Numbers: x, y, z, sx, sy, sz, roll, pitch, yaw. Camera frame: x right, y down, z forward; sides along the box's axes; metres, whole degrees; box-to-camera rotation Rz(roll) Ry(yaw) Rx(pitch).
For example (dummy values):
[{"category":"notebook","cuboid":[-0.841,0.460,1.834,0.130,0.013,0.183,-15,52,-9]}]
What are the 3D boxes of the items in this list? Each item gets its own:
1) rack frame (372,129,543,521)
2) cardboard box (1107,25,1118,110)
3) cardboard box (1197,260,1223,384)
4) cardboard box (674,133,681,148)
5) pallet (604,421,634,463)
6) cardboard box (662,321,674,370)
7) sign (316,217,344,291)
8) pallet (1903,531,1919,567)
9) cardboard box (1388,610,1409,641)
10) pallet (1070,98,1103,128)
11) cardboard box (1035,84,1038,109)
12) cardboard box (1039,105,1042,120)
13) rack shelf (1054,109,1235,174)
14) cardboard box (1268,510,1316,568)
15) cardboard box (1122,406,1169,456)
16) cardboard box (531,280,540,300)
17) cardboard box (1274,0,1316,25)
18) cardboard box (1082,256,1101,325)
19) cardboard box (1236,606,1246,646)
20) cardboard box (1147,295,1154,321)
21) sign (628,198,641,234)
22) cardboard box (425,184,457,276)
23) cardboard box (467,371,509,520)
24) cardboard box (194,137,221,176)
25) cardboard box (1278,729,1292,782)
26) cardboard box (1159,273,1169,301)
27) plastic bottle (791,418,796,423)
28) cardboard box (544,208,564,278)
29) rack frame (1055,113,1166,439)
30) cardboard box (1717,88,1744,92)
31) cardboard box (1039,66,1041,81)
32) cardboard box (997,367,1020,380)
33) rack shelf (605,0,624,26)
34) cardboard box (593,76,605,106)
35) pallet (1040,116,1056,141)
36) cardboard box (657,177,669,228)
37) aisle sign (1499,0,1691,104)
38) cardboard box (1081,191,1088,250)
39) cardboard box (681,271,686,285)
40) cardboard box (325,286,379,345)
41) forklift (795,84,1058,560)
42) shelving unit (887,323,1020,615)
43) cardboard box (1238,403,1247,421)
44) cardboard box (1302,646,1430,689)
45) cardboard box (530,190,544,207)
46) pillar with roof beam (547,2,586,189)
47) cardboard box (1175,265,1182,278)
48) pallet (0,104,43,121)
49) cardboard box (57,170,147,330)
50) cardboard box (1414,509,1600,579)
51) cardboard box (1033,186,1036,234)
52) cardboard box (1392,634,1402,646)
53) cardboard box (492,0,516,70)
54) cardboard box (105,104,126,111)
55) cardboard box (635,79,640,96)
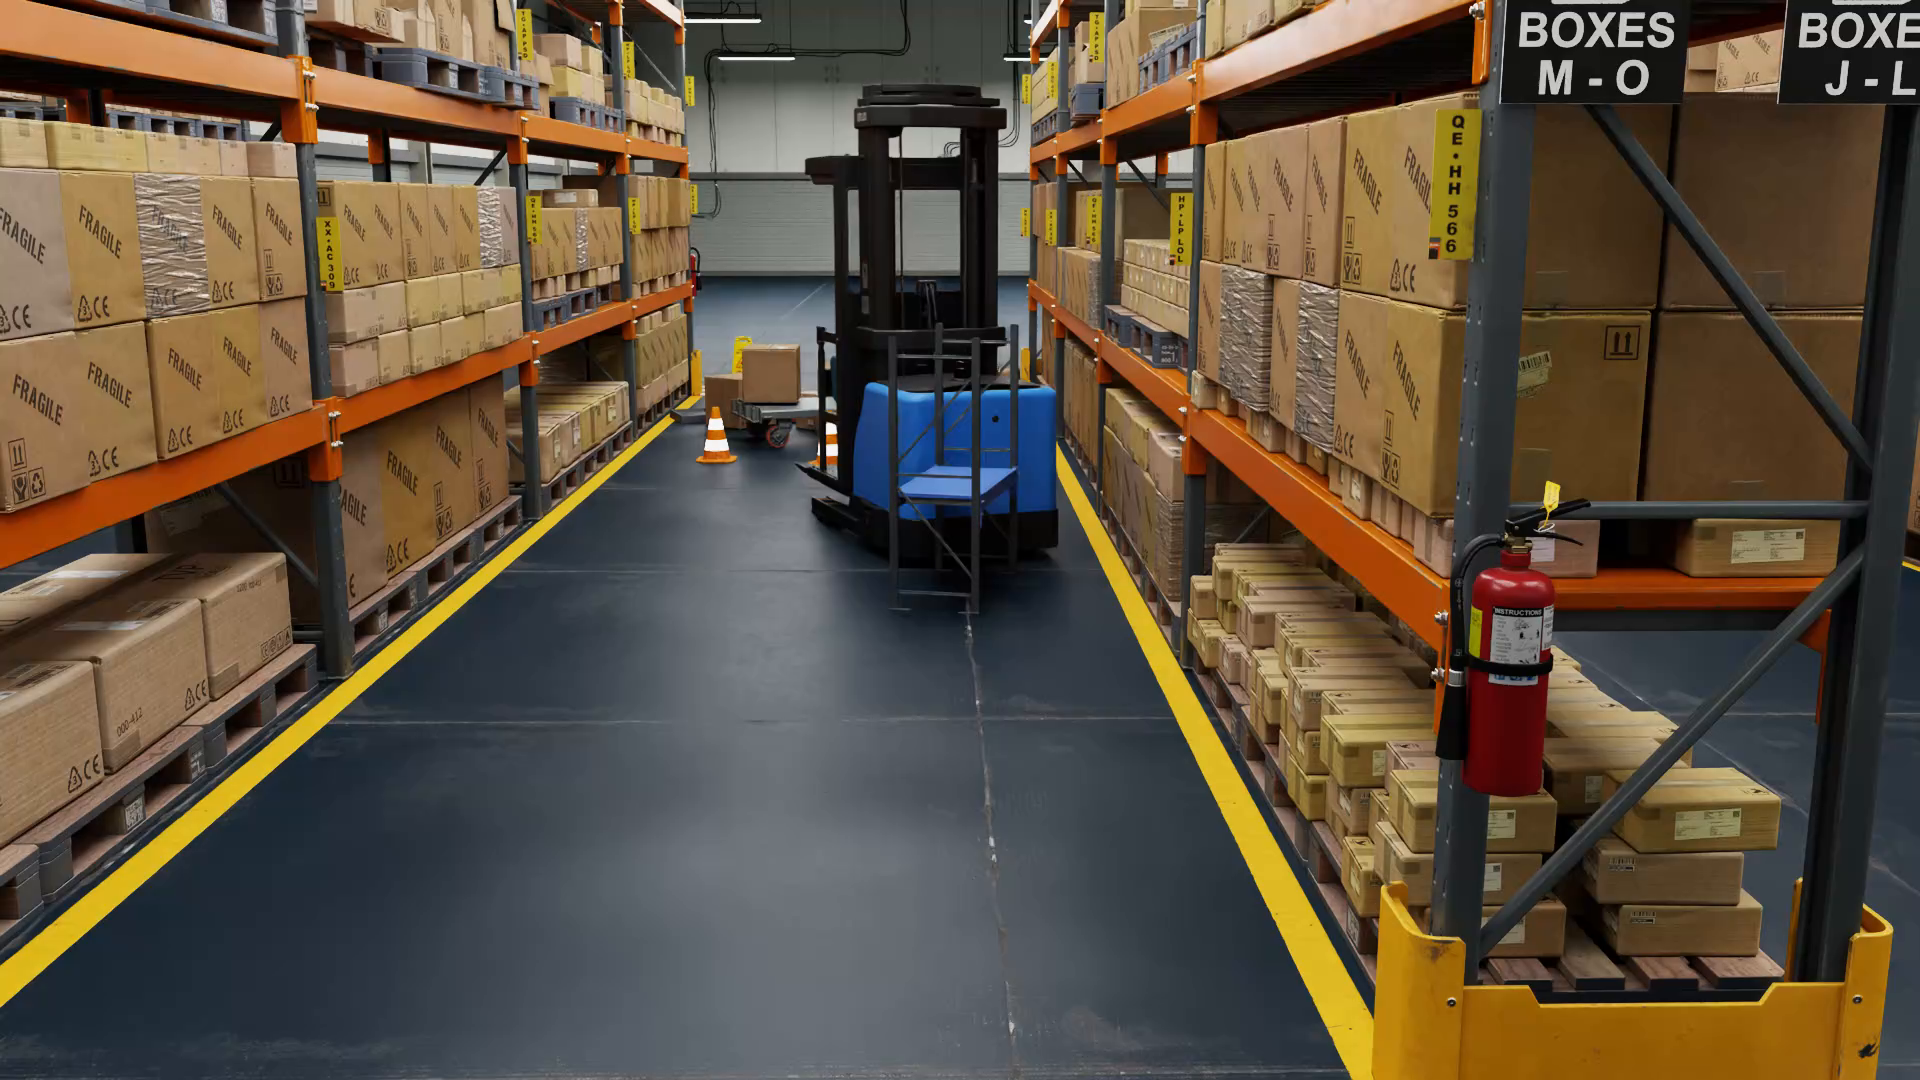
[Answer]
[{"category":"rack frame","cuboid":[-3.463,-1.611,11.457,1.000,3.000,0.127,0,11,-1]},{"category":"cardboard box","cuboid":[1.230,-3.056,10.783,0.500,0.500,0.500,0,11,-1]},{"category":"cardboard box","cuboid":[1.325,-0.952,7.207,0.500,0.500,0.500,0,11,-2]},{"category":"cardboard box","cuboid":[-3.303,-4.429,18.436,0.380,0.149,0.250,0,11,-1]},{"category":"pallet","cuboid":[-3.528,-0.885,14.891,1.003,0.211,1.213,0,11,-1]},{"category":"cardboard box","cuboid":[-3.333,-2.065,17.667,0.500,0.500,0.500,-1,11,-2]},{"category":"sign","cuboid":[-2.825,-1.282,7.457,0.100,0.325,0.005,0,11,-1]},{"category":"pallet","cuboid":[6.409,0.114,9.969,1.003,0.211,1.213,0,11,-1]},{"category":"cardboard box","cuboid":[1.917,0.318,6.564,0.380,0.149,0.250,-1,11,-4]},{"category":"pallet","cuboid":[1.392,-3.379,13.102,1.003,0.211,1.213,0,11,1]},{"category":"cardboard box","cuboid":[1.084,-4.841,18.155,0.500,0.250,0.500,0,11,-2]},{"category":"cardboard box","cuboid":[1.032,-4.523,17.591,0.380,0.149,0.250,0,11,-2]},{"category":"rack shelf","cuboid":[1.443,-3.167,13.389,1.077,0.370,4.000,0,11,-1]},{"category":"cardboard box","cuboid":[1.817,0.015,8.673,0.500,0.500,0.500,0,11,1]},{"category":"cardboard box","cuboid":[1.264,-0.663,10.126,0.500,0.250,0.500,0,11,-1]},{"category":"cardboard box","cuboid":[-3.256,-1.816,12.040,0.380,0.149,0.250,-1,12,-5]},{"category":"cardboard box","cuboid":[1.330,-1.853,5.481,0.500,0.250,0.500,0,11,1]},{"category":"cardboard box","cuboid":[1.198,-1.888,12.571,0.500,0.500,0.500,0,11,-1]},{"category":"cardboard box","cuboid":[1.391,0.361,7.104,0.380,0.149,0.250,0,11,-1]},{"category":"cardboard box","cuboid":[1.321,-1.381,9.898,0.380,0.149,0.250,0,11,0]},{"category":"sign","cuboid":[-2.990,-2.977,15.276,0.100,0.325,0.005,0,11,-1]},{"category":"cardboard box","cuboid":[-3.165,-1.747,9.361,0.500,0.500,0.500,0,11,-2]},{"category":"cardboard box","cuboid":[-3.531,-0.638,10.948,0.875,0.875,0.875,0,11,-2]},{"category":"cardboard box","cuboid":[-3.163,-1.511,6.564,0.380,0.149,0.250,0,11,-1]},{"category":"cardboard box","cuboid":[1.333,0.769,5.840,0.380,0.149,0.250,0,11,0]},{"category":"cardboard box","cuboid":[1.330,-1.425,9.368,0.380,0.149,0.250,0,11,-1]},{"category":"plastic bottle","cuboid":[-1.697,-1.231,16.971,0.133,0.061,0.283,2,12,9]},{"category":"cardboard box","cuboid":[-3.258,-2.206,12.332,0.500,0.500,0.500,0,11,2]},{"category":"rack frame","cuboid":[1.402,-2.447,15.576,1.000,3.000,0.127,0,11,-1]},{"category":"cardboard box","cuboid":[6.159,-3.340,12.813,0.500,0.250,0.500,0,11,0]},{"category":"cardboard box","cuboid":[1.033,-4.914,17.512,0.380,0.149,0.250,0,11,-2]},{"category":"cardboard box","cuboid":[0.344,-1.527,17.324,0.500,0.500,0.500,2,12,9]},{"category":"rack shelf","cuboid":[-3.504,-4.400,12.932,1.077,0.370,4.000,0,11,-1]},{"category":"cardboard box","cuboid":[-3.388,-3.893,14.482,0.500,0.250,0.500,0,11,-2]},{"category":"pallet","cuboid":[1.373,-4.278,17.281,1.003,0.211,1.213,0,11,-1]},{"category":"cardboard box","cuboid":[-3.310,-3.381,16.667,0.700,0.500,0.500,0,11,-2]},{"category":"aisle sign","cuboid":[1.351,-1.320,3.482,0.394,0.787,0.004,0,11,-1]},{"category":"cardboard box","cuboid":[1.430,-2.785,14.476,0.700,0.500,0.500,0,11,-2]},{"category":"cardboard box","cuboid":[-3.290,-2.955,18.713,0.380,0.149,0.250,0,11,-2]},{"category":"cardboard box","cuboid":[-3.107,-1.076,7.940,0.500,0.250,0.500,-1,11,-3]},{"category":"forklift","cuboid":[-0.401,-1.563,11.391,1.130,2.935,3.031,-5,12,-21]},{"category":"shelving unit","cuboid":[-0.019,-0.439,9.451,0.538,1.500,1.048,3,12,13]},{"category":"cardboard box","cuboid":[1.383,-0.572,6.966,0.380,0.149,0.250,-1,11,-4]},{"category":"cardboard box","cuboid":[1.407,0.475,5.790,0.380,0.149,0.250,-1,11,-3]},{"category":"cardboard box","cuboid":[-3.889,-3.030,14.763,0.380,0.149,0.250,0,11,-1]},{"category":"pillar with roof beam","cuboid":[-5.669,-10.767,41.498,9.100,9.000,0.548,0,11,-1]},{"category":"cardboard box","cuboid":[1.348,-1.467,8.824,0.380,0.149,0.250,0,11,-1]},{"category":"pallet","cuboid":[-8.477,-3.586,14.129,0.805,0.209,1.217,-1,11,-3]},{"category":"cardboard box","cuboid":[-3.070,-0.961,5.484,0.500,0.500,0.500,0,11,-1]},{"category":"cardboard box","cuboid":[1.360,-0.002,4.157,0.380,0.149,0.250,0,11,-1]},{"category":"cardboard box","cuboid":[1.288,-3.771,19.008,0.875,0.550,0.550,0,11,-1]},{"category":"cardboard box","cuboid":[1.864,0.458,6.623,0.380,0.149,0.250,0,11,0]},{"category":"cardboard box","cuboid":[-3.304,-3.263,10.741,0.797,0.503,0.637,-1,12,-5]},{"category":"cardboard box","cuboid":[-8.281,-4.233,15.751,0.500,0.311,0.500,0,11,0]},{"category":"cardboard box","cuboid":[-3.256,-4.312,15.852,0.380,0.149,0.250,-1,11,-3]}]
